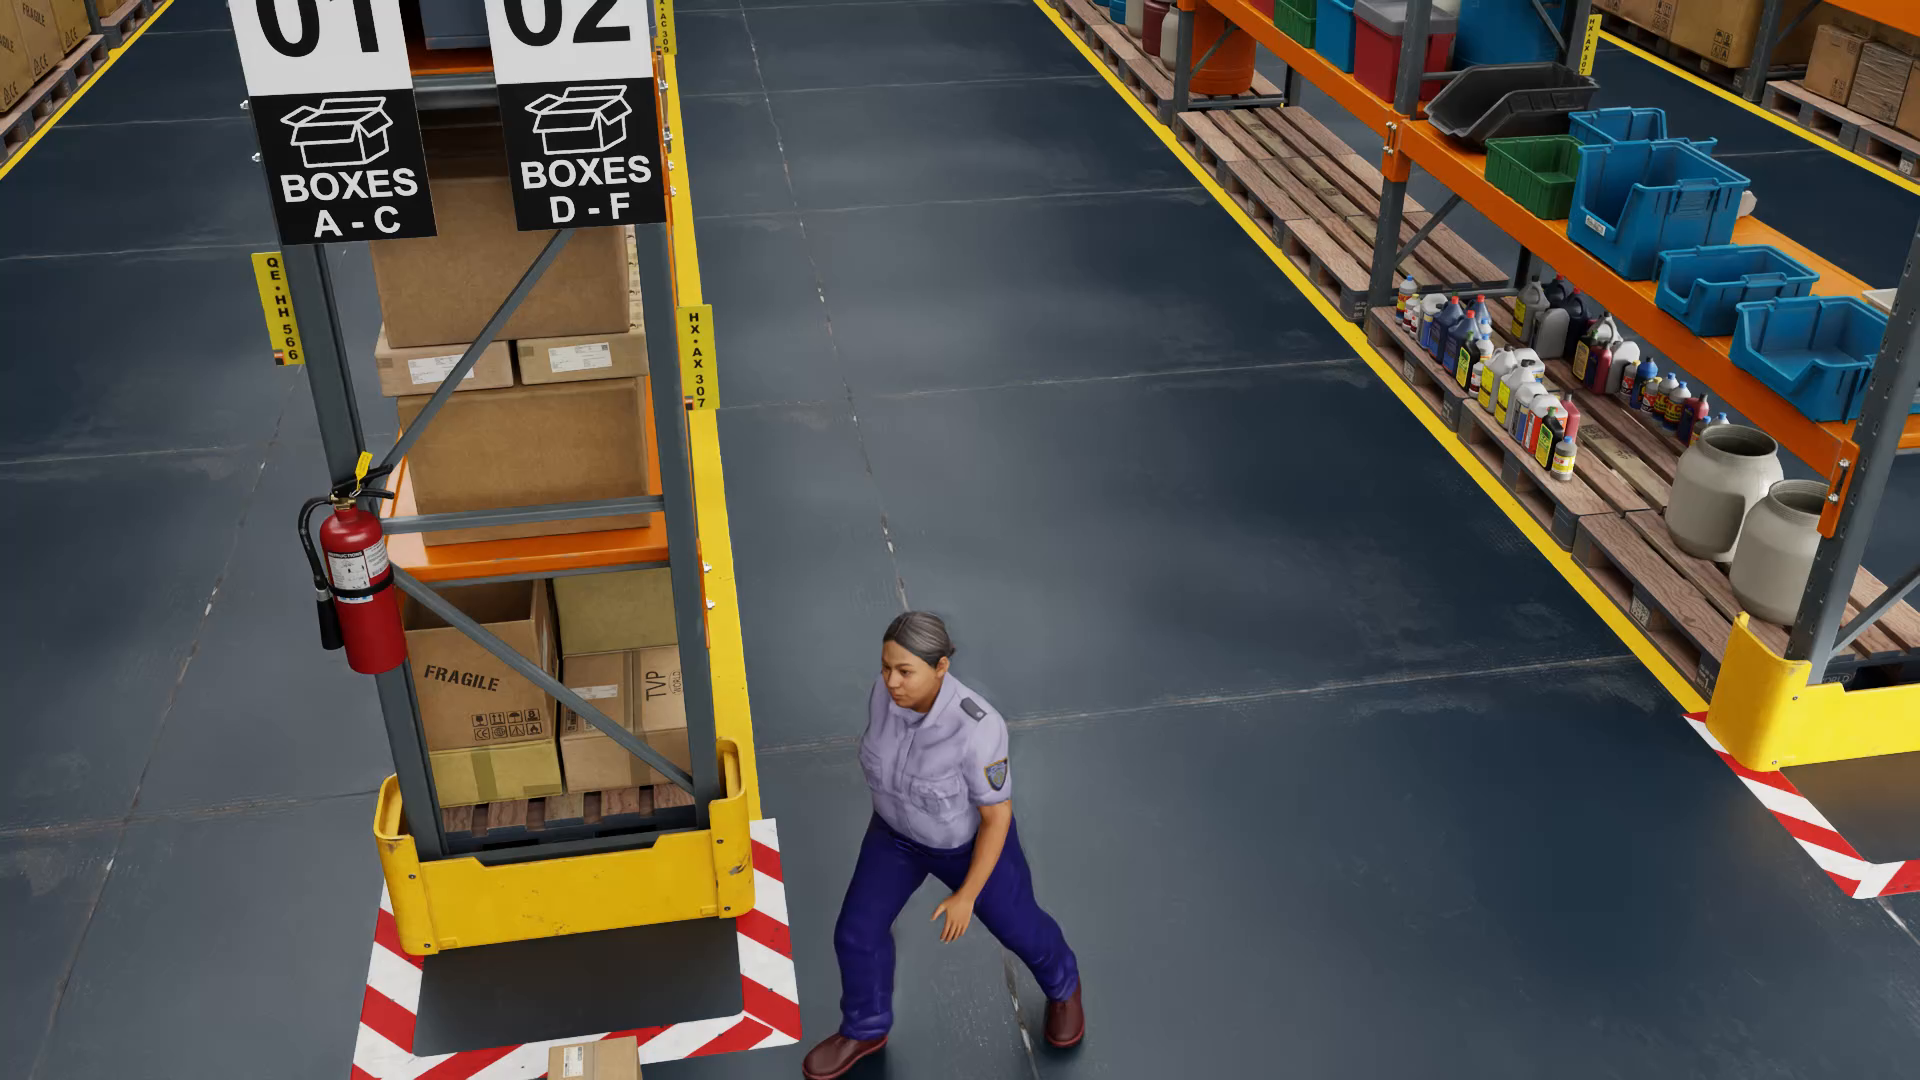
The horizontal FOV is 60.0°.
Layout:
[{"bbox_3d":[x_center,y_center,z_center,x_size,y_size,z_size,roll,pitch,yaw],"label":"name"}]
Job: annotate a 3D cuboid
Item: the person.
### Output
[{"bbox_3d":[-0.010,0.859,4.731,0.660,1.589,0.782,18,35,28],"label":"person"}]
